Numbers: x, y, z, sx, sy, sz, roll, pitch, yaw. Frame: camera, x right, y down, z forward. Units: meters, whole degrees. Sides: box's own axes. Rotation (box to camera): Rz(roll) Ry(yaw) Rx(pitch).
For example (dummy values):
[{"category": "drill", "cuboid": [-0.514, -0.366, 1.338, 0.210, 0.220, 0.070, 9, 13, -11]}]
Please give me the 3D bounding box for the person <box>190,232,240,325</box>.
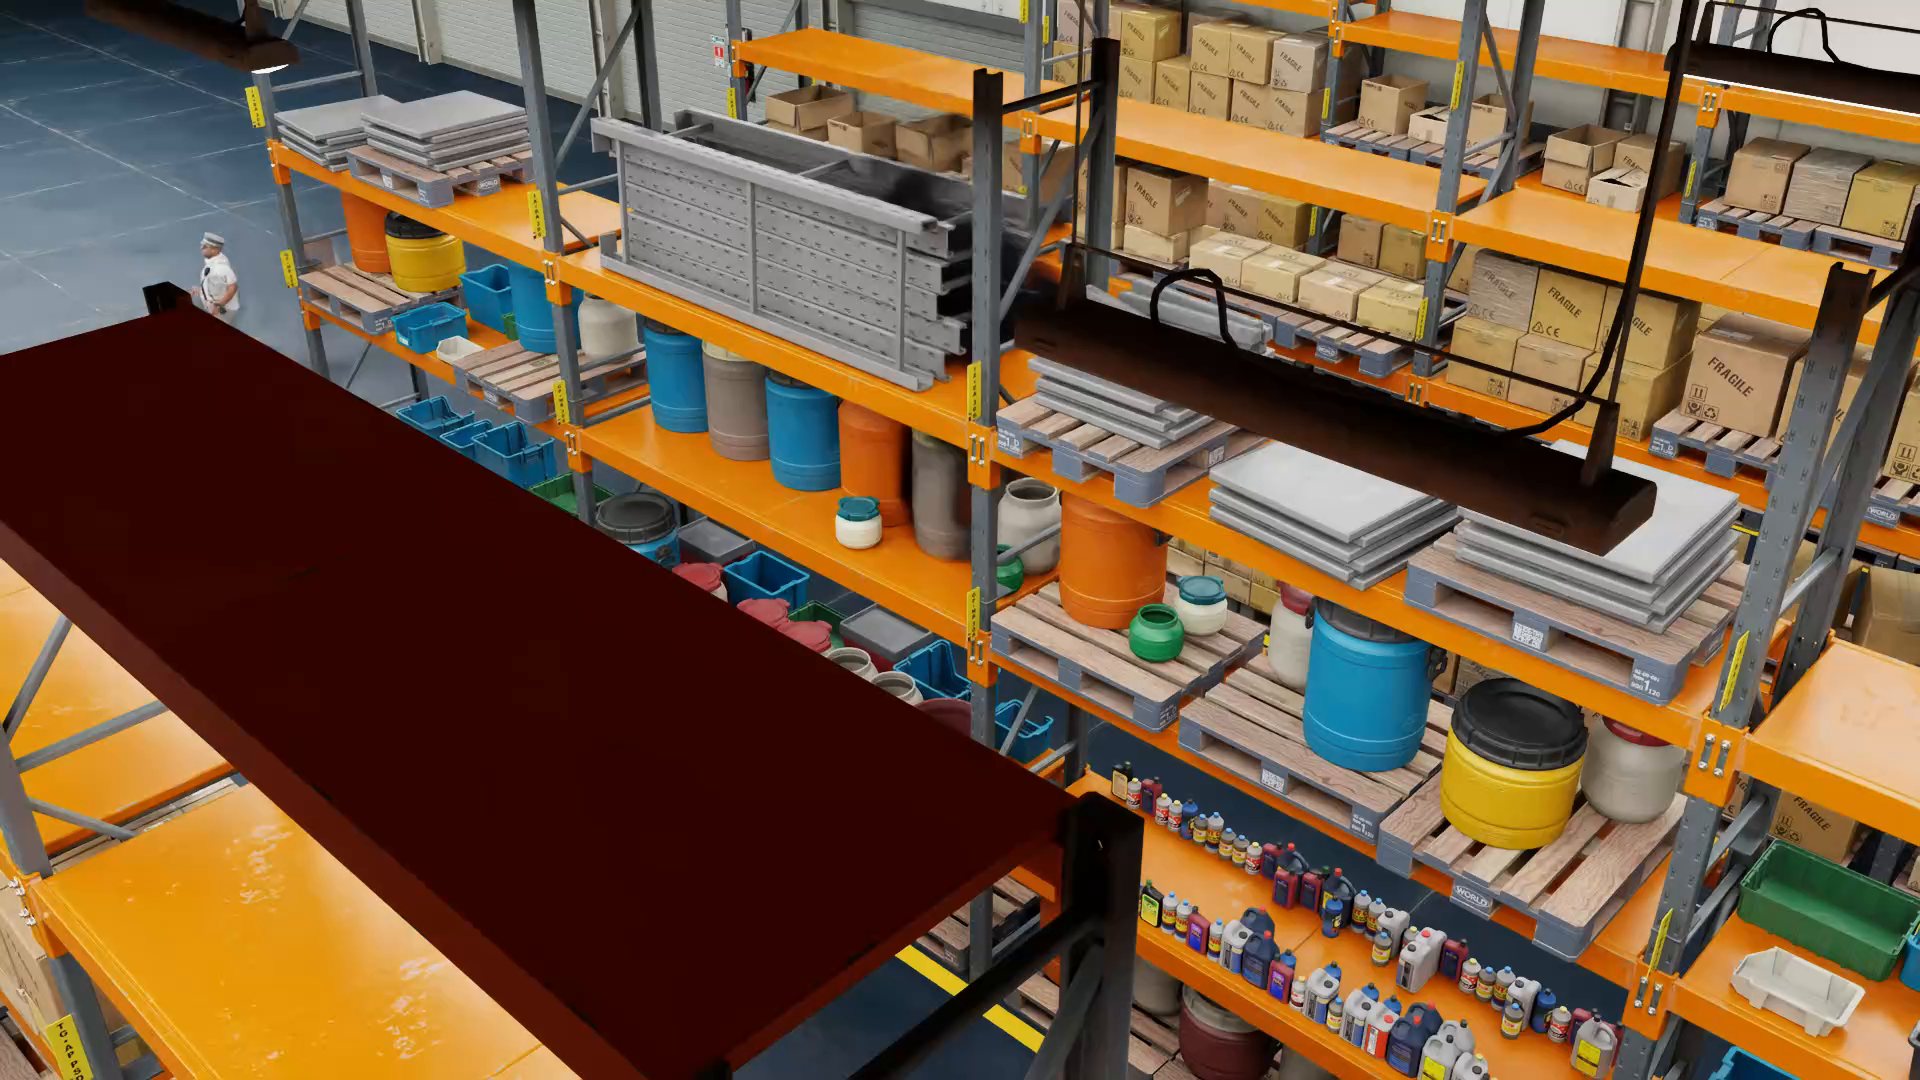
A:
[{"category": "person", "cuboid": [-8.611, -2.728, 19.313, 0.568, 1.731, 0.622, -13, 32, -21]}]
